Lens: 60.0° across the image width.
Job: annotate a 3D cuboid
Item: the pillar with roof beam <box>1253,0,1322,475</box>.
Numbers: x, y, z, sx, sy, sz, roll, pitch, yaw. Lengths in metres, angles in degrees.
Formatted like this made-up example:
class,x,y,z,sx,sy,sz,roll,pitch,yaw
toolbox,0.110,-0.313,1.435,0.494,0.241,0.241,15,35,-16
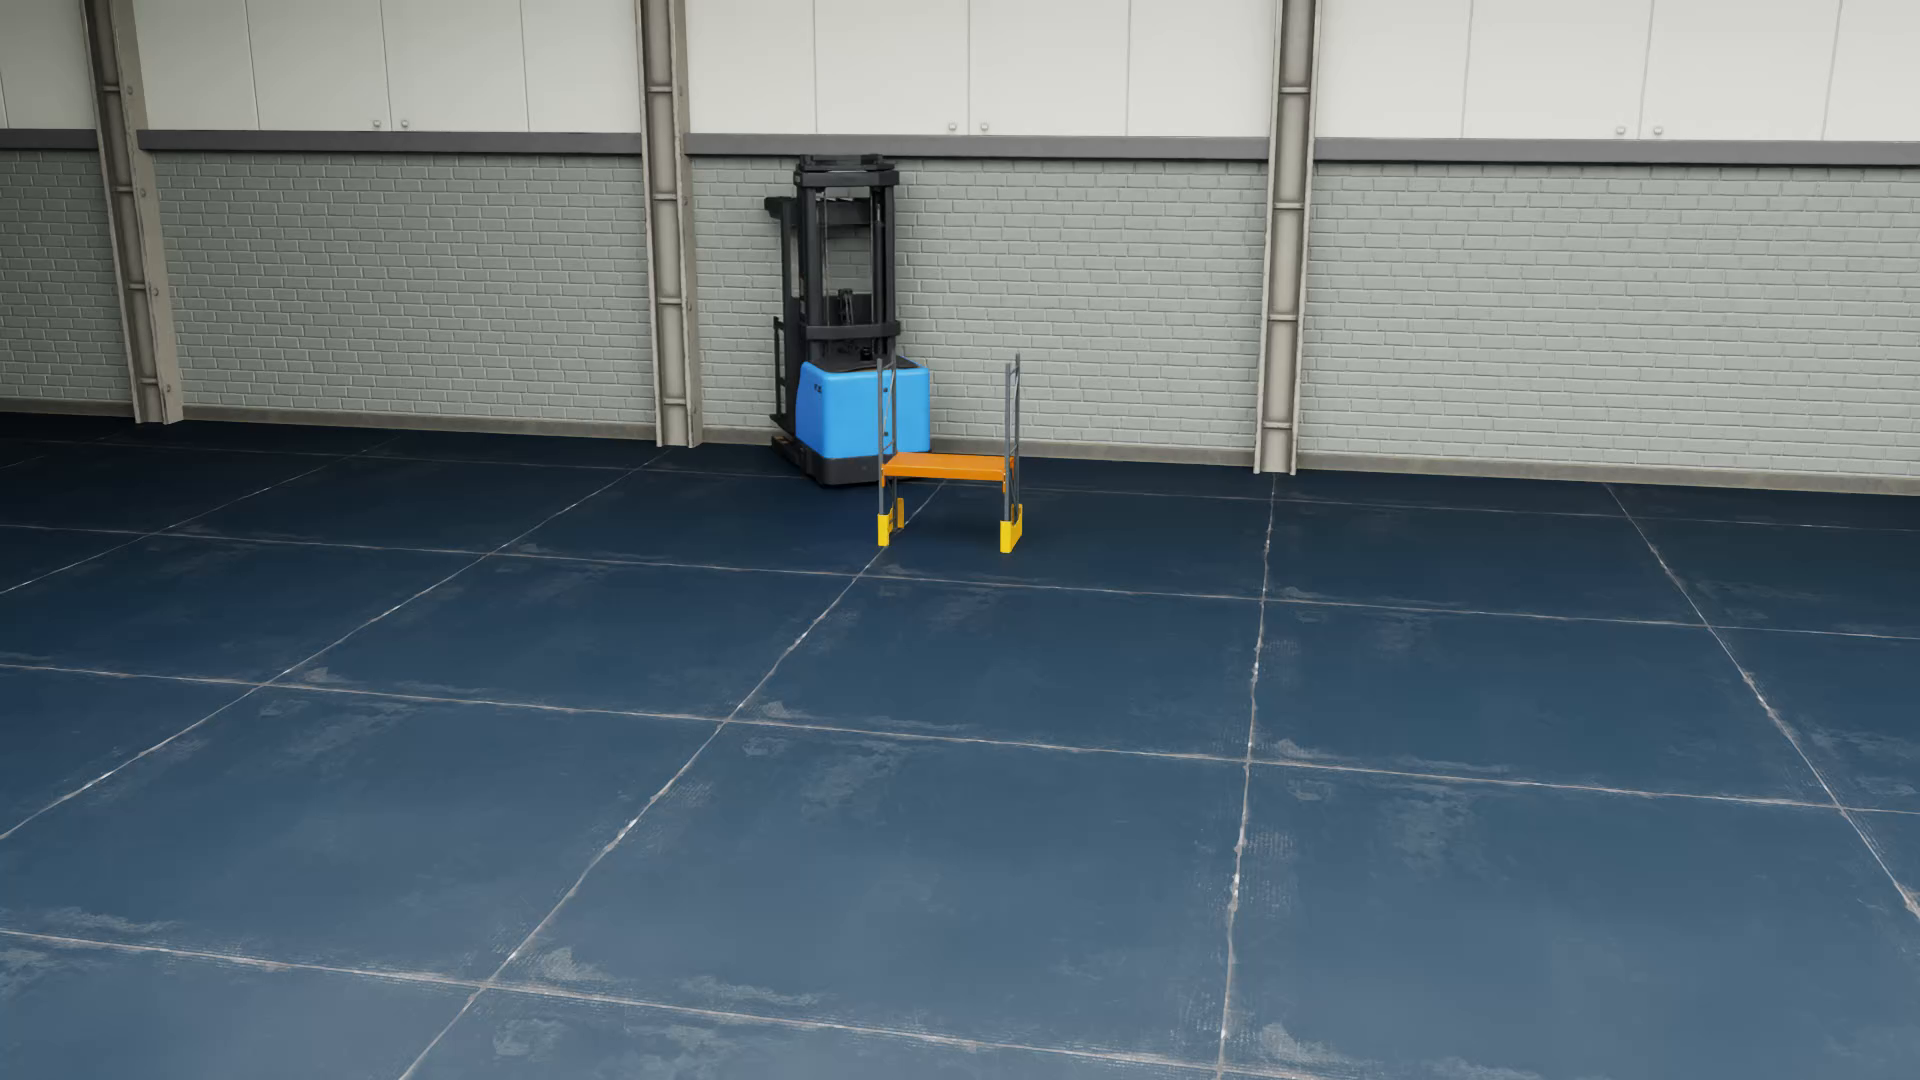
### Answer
class,x,y,z,sx,sy,sz,roll,pitch,yaw
pillar with roof beam,2.153,-3.876,10.627,0.400,9.000,9.100,3,16,11

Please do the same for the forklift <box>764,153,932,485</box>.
class,x,y,z,sx,sy,sz,roll,pitch,yaw
forklift,-1.243,-2.261,16.165,1.130,2.935,3.031,-6,16,-19

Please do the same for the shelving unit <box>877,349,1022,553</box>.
class,x,y,z,sx,sy,sz,roll,pitch,yaw
shelving unit,-0.075,-0.727,13.306,1.083,1.500,0.587,3,16,11

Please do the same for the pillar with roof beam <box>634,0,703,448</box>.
class,x,y,z,sx,sy,sz,roll,pitch,yaw
pillar with roof beam,-3.727,-4.195,11.779,0.400,9.000,9.100,3,16,11

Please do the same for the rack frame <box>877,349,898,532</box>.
class,x,y,z,sx,sy,sz,roll,pitch,yaw
rack frame,-0.582,-0.754,13.406,0.032,1.500,0.500,3,16,11

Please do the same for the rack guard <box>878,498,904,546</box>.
class,x,y,z,sx,sy,sz,roll,pitch,yaw
rack guard,-0.563,-0.151,13.569,0.087,0.250,0.587,3,16,11

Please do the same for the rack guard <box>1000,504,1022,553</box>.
class,x,y,z,sx,sy,sz,roll,pitch,yaw
rack guard,0.413,-0.098,13.378,0.087,0.250,0.587,3,16,11

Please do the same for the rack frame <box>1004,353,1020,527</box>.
class,x,y,z,sx,sy,sz,roll,pitch,yaw
rack frame,0.415,-0.700,13.211,0.032,1.500,0.500,3,16,11

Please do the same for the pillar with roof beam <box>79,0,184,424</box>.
class,x,y,z,sx,sy,sz,roll,pitch,yaw
pillar with roof beam,-9.607,-4.514,12.931,0.400,9.000,9.100,3,16,11

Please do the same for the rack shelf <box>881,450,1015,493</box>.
class,x,y,z,sx,sy,sz,roll,pitch,yaw
rack shelf,-0.084,-0.554,13.356,1.000,0.185,0.538,3,16,11
